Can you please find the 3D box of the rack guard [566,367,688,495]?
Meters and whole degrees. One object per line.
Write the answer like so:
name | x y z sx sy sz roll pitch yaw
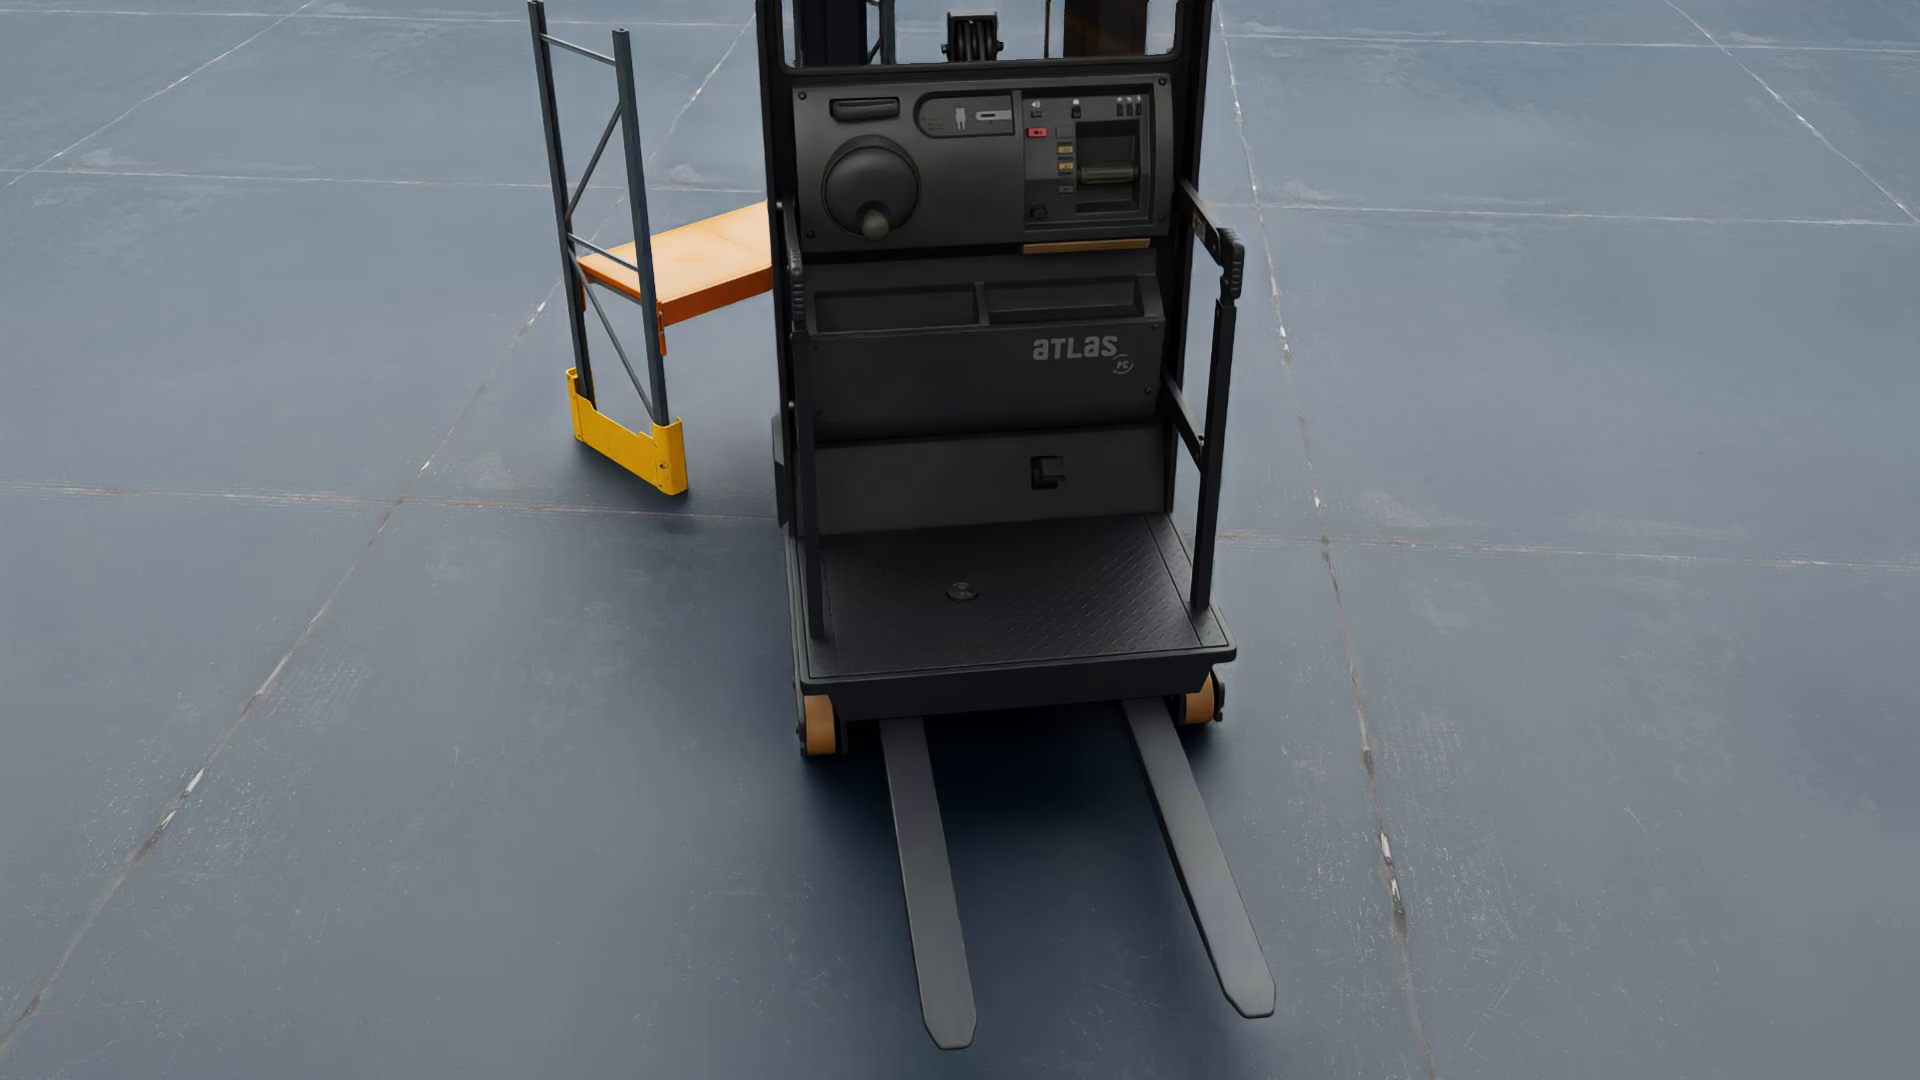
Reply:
rack guard | -1.130 -0.378 5.625 0.087 0.250 0.587 -27 40 -36

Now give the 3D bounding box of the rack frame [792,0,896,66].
rack frame | -0.397 -1.279 5.895 0.032 1.500 0.500 -27 40 -36

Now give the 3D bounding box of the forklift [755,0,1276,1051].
forklift | 0.093 -0.881 3.886 1.130 2.935 3.031 -4 32 -6

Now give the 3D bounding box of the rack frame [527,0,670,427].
rack frame | -1.131 -0.909 5.296 0.032 1.500 0.500 -27 40 -36

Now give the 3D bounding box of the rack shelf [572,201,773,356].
rack shelf | -0.764 -0.941 5.690 1.000 0.185 0.538 -27 40 -36

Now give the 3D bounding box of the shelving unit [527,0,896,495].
shelving unit | -0.770 -1.091 5.590 1.083 1.500 0.587 -27 40 -36
